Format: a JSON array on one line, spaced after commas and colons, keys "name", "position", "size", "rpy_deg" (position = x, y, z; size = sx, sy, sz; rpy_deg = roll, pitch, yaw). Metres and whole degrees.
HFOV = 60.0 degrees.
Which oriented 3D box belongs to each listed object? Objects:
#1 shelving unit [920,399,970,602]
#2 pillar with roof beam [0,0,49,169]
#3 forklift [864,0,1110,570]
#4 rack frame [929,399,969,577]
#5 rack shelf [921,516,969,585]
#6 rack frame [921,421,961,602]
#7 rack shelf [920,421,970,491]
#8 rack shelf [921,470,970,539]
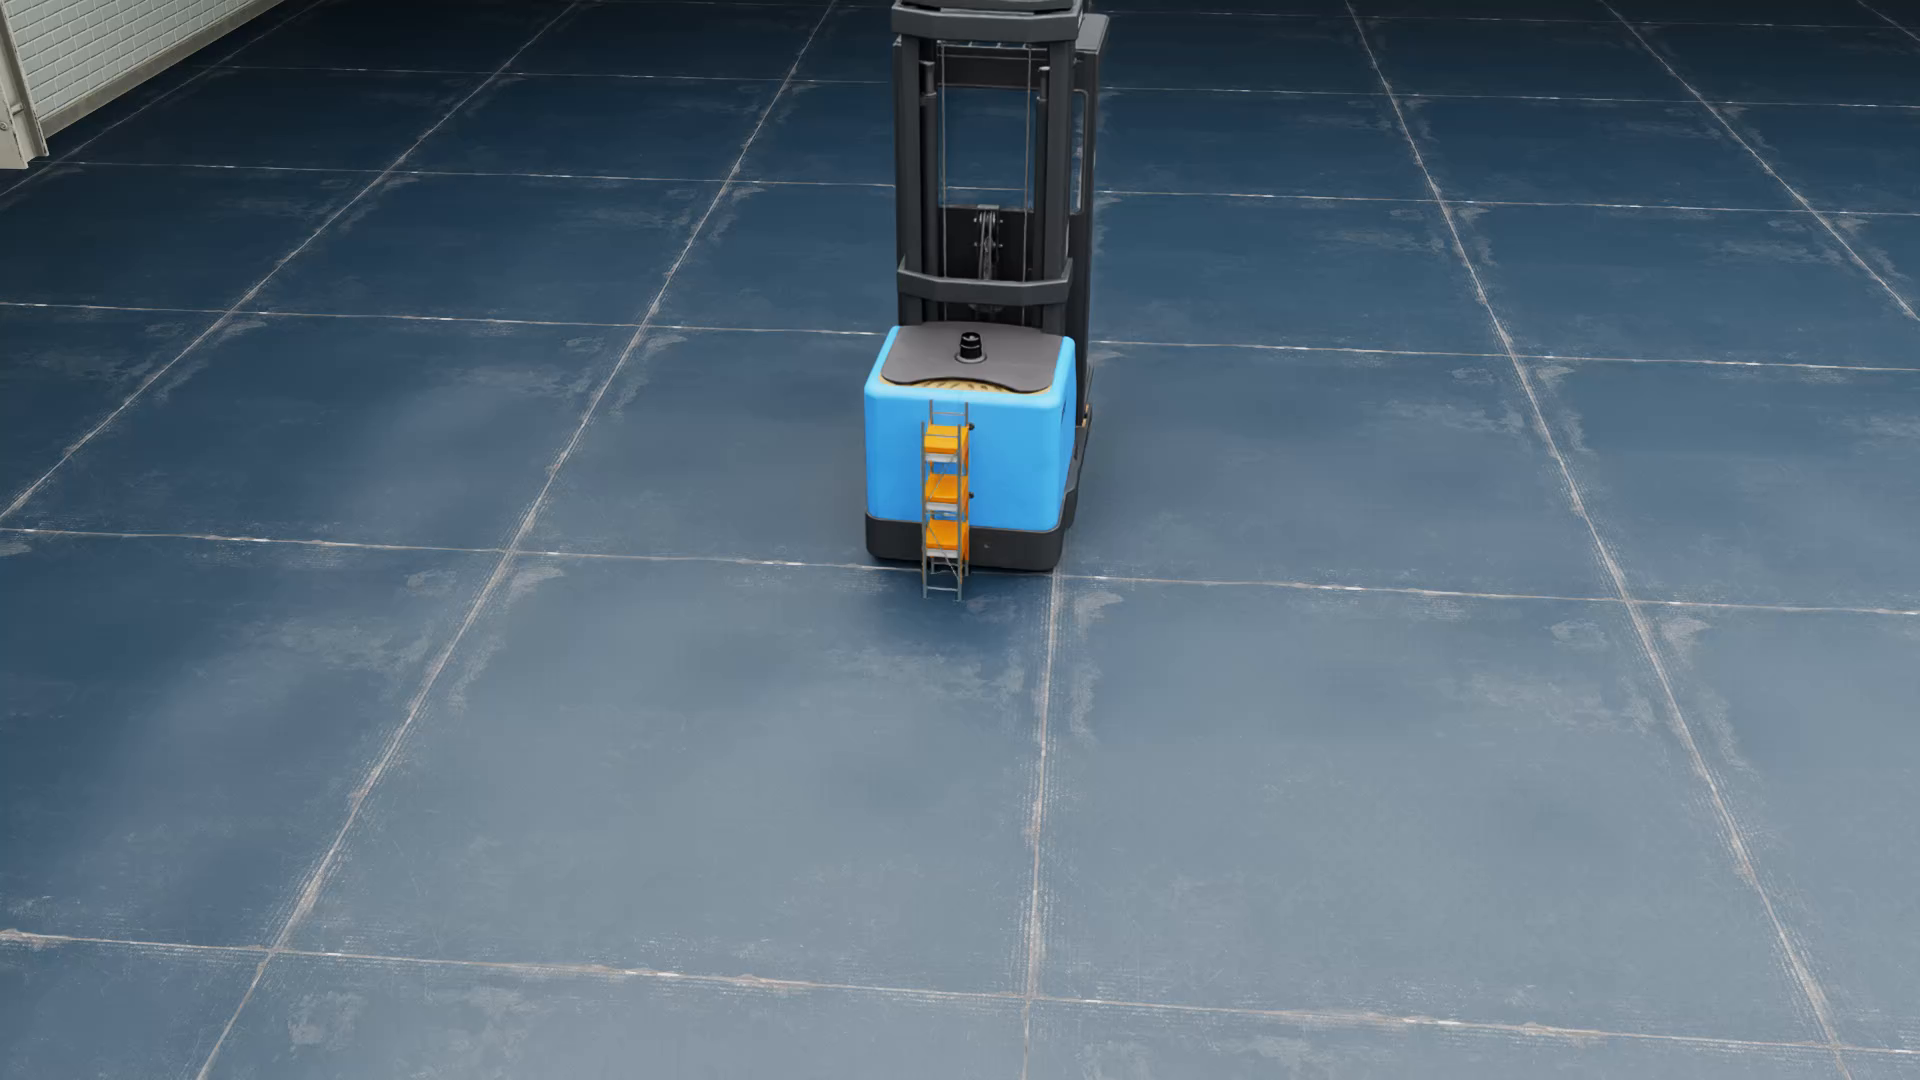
[{"name": "shelving unit", "position": [-0.075, -0.193, 8.563], "size": [0.215, 1.050, 0.252], "rpy_deg": [5, 32, 7]}, {"name": "pillar with roof beam", "position": [-3.998, -6.991, 12.017], "size": [9.100, 9.000, 0.400], "rpy_deg": [2, 32, 4]}, {"name": "forklift", "position": [0.226, -1.843, 9.446], "size": [1.130, 2.935, 3.031], "rpy_deg": [5, 32, 7]}, {"name": "rack frame", "position": [-0.056, -0.256, 8.665], "size": [0.200, 1.050, 0.008], "rpy_deg": [5, 32, 7]}, {"name": "rack shelf", "position": [-0.075, 0.053, 8.714], "size": [0.215, 0.259, 0.240], "rpy_deg": [5, 32, 7]}, {"name": "rack frame", "position": [-0.094, -0.130, 8.460], "size": [0.200, 1.050, 0.008], "rpy_deg": [5, 32, 7]}, {"name": "rack shelf", "position": [-0.075, -0.426, 8.419], "size": [0.215, 0.259, 0.240], "rpy_deg": [5, 32, 7]}, {"name": "rack shelf", "position": [-0.075, -0.184, 8.568], "size": [0.215, 0.259, 0.240], "rpy_deg": [5, 32, 7]}]
